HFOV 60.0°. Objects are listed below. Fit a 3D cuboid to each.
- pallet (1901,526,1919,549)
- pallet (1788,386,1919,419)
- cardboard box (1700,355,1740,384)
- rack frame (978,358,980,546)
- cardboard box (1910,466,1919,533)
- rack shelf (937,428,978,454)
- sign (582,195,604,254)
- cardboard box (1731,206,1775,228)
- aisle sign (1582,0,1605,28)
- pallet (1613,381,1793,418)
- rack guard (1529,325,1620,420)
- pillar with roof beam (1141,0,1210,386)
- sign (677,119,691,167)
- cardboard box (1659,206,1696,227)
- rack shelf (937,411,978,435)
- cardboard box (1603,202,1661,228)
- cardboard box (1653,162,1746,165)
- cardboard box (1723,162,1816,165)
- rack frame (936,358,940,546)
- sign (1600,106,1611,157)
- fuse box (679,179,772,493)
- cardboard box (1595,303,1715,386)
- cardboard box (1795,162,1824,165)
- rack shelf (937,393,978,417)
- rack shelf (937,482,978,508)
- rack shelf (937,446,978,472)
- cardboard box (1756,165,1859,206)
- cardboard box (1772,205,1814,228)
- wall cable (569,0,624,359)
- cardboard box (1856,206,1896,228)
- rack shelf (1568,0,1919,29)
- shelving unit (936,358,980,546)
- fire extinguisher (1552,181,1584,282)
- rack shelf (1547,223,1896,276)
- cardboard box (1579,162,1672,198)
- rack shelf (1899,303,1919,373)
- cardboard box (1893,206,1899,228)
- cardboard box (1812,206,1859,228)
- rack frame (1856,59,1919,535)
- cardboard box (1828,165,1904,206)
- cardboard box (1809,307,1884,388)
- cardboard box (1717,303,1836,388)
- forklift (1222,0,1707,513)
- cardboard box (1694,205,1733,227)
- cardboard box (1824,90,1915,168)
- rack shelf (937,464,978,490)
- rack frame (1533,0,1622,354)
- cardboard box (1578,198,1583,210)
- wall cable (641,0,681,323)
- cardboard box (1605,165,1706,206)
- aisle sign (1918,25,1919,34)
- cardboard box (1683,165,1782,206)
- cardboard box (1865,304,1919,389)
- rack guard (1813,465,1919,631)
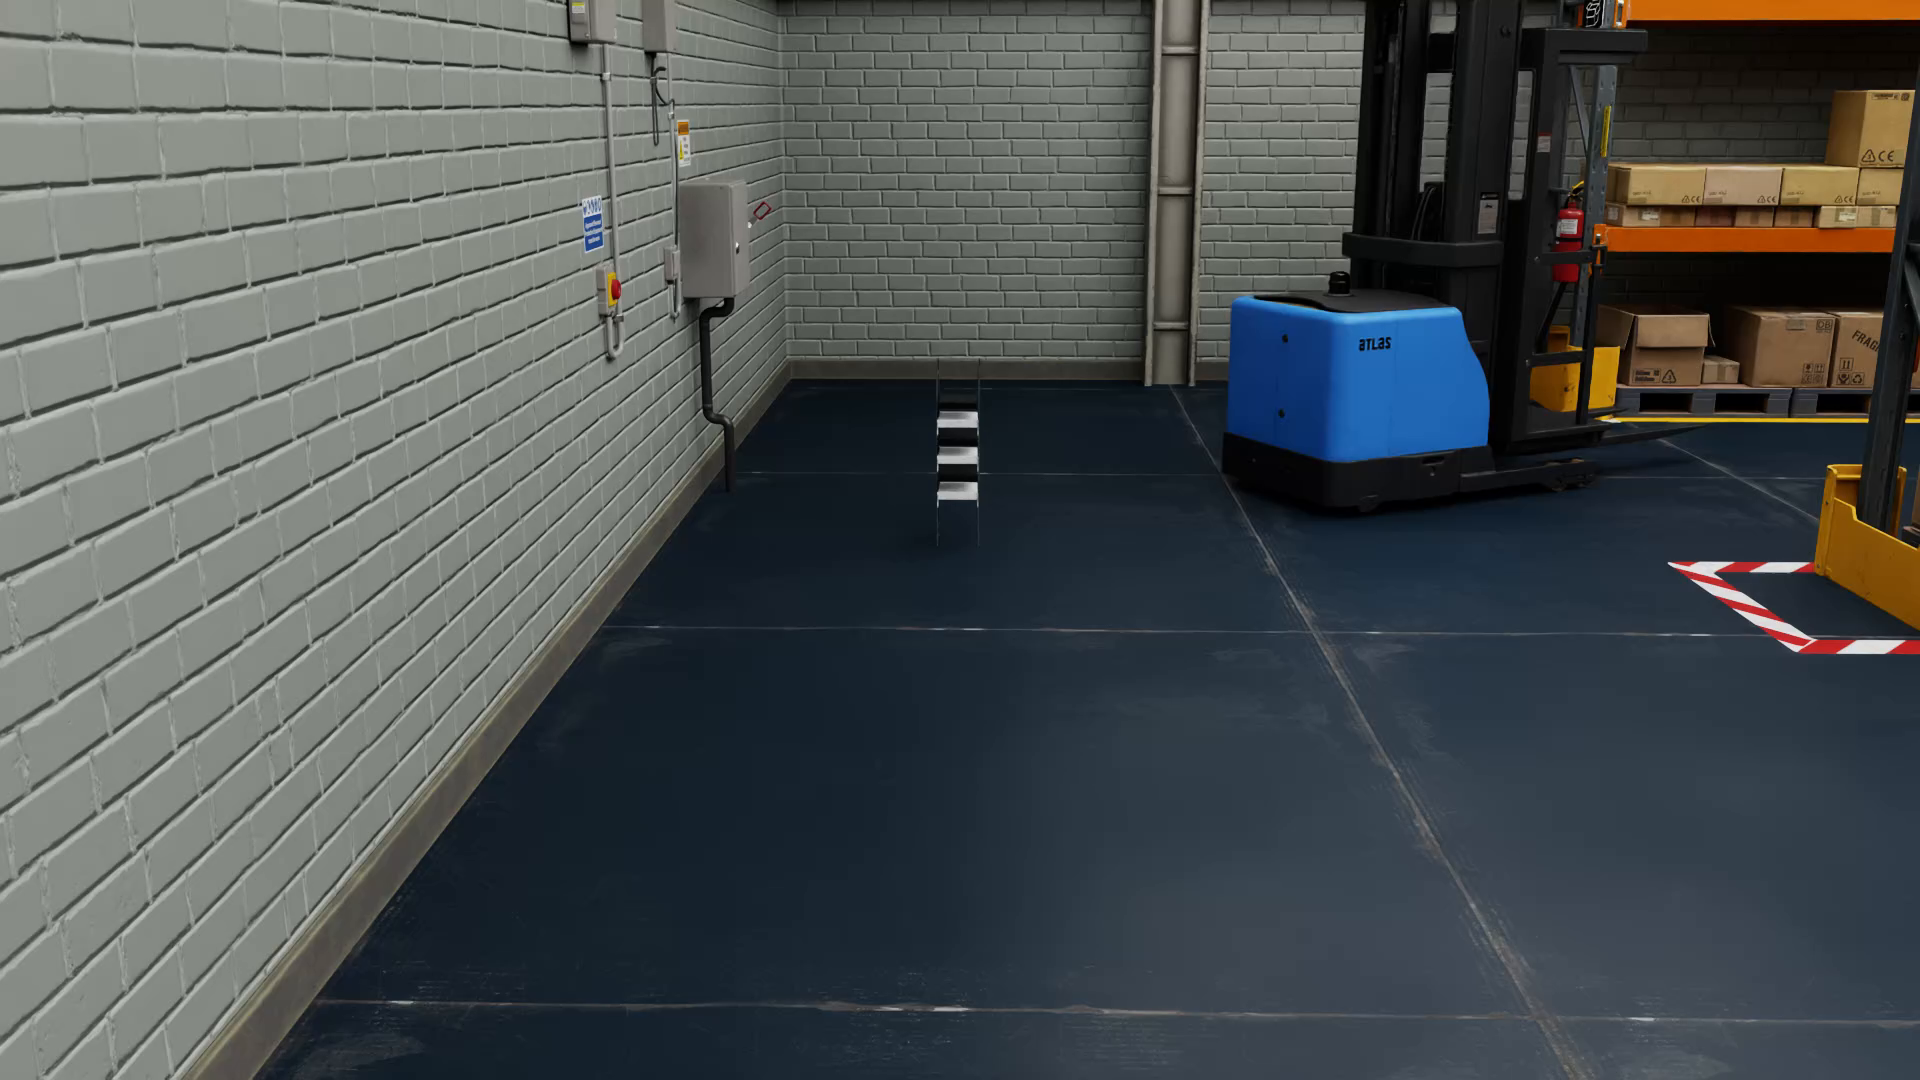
[{"bbox_3d":[4.976,0.168,7.289,1.213,0.211,1.003,0,15,1],"label":"pallet"},{"bbox_3d":[6.387,-1.069,11.978,1.213,0.211,1.003,0,15,1],"label":"pallet"},{"bbox_3d":[5.330,-1.215,11.831,0.250,0.149,0.380,0,15,-1],"label":"cardboard box"},{"bbox_3d":[0.094,-0.435,8.223,0.006,0.900,0.240,0,15,1],"label":"rack frame"},{"bbox_3d":[4.837,-0.151,7.231,0.875,0.438,0.875,0,15,0],"label":"cardboard box"},{"bbox_3d":[-0.008,-0.490,8.211,0.200,0.077,0.258,0,15,1],"label":"rack shelf"},{"bbox_3d":[-1.525,-1.315,6.915,0.001,0.218,0.327,0,15,1],"label":"sign"},{"bbox_3d":[5.389,-2.238,11.435,0.250,0.149,0.380,1,15,3],"label":"cardboard box"},{"bbox_3d":[4.222,-3.614,11.062,0.004,0.787,0.394,0,15,1],"label":"aisle sign"},{"bbox_3d":[5.171,-1.077,12.011,1.213,0.211,1.003,0,15,1],"label":"pallet"},{"bbox_3d":[4.374,-1.222,11.993,0.348,0.500,1.175,0,15,1],"label":"rack guard"},{"bbox_3d":[1.515,-4.482,7.687,0.400,9.000,9.100,0,15,1],"label":"pillar with roof beam"},{"bbox_3d":[-1.472,-2.118,8.868,0.001,0.242,0.339,0,15,1],"label":"sign"},{"bbox_3d":[4.875,-2.248,11.473,0.250,0.149,0.380,1,15,3],"label":"cardboard box"},{"bbox_3d":[-0.008,-0.577,8.188,0.200,0.077,0.258,0,15,1],"label":"rack shelf"},{"bbox_3d":[4.619,-2.238,11.434,0.250,0.149,0.380,0,15,1],"label":"cardboard box"},{"bbox_3d":[5.280,-2.564,11.888,0.500,0.250,0.500,0,15,2],"label":"cardboard box"},{"bbox_3d":[5.775,-2.559,11.871,0.500,0.250,0.500,1,15,3],"label":"cardboard box"},{"bbox_3d":[-0.110,-0.436,8.228,0.006,0.900,0.240,0,15,1],"label":"rack frame"},{"bbox_3d":[4.284,-2.712,11.041,0.005,0.325,0.100,0,15,1],"label":"sign"},{"bbox_3d":[-1.263,-1.108,9.186,0.414,1.711,0.539,0,15,1],"label":"fuse box"},{"bbox_3d":[4.907,-1.399,11.834,0.637,0.503,0.797,0,15,-1],"label":"cardboard box"},{"bbox_3d":[6.297,-2.556,11.858,0.500,0.250,0.500,0,15,1],"label":"cardboard box"},{"bbox_3d":[-0.008,-0.664,8.165,0.200,0.077,0.258,0,15,1],"label":"rack shelf"},{"bbox_3d":[-0.008,-0.229,8.280,0.200,0.077,0.258,0,15,1],"label":"rack shelf"},{"bbox_3d":[-0.008,-0.403,8.234,0.200,0.077,0.258,0,15,1],"label":"rack shelf"},{"bbox_3d":[5.755,-2.425,11.364,0.500,0.250,0.500,0,15,0],"label":"cardboard box"},{"bbox_3d":[5.655,-2.238,11.433,0.250,0.149,0.380,1,15,2],"label":"cardboard box"},{"bbox_3d":[-1.463,-1.703,6.861,0.123,1.953,0.585,0,15,1],"label":"wall cable"},{"bbox_3d":[6.170,-2.220,11.368,0.250,0.149,0.380,1,15,3],"label":"cardboard box"},{"bbox_3d":[6.297,-3.521,11.335,4.000,0.370,1.077,0,15,1],"label":"rack shelf"},{"bbox_3d":[-0.008,-0.435,8.225,0.210,0.900,0.258,0,15,1],"label":"shelving unit"},{"bbox_3d":[4.139,-2.097,11.290,0.183,0.674,0.296,0,15,1],"label":"fire extinguisher"},{"bbox_3d":[6.297,-2.071,11.718,4.000,0.370,1.077,0,15,1],"label":"rack shelf"},{"bbox_3d":[4.764,-2.567,11.902,0.500,0.250,0.500,1,15,3],"label":"cardboard box"},{"bbox_3d":[6.174,-0.805,6.920,4.000,0.370,1.077,0,15,1],"label":"rack shelf"},{"bbox_3d":[6.429,-2.236,11.428,0.250,0.149,0.380,0,15,1],"label":"cardboard box"},{"bbox_3d":[5.906,-2.217,11.355,0.250,0.149,0.380,0,15,0],"label":"cardboard box"},{"bbox_3d":[4.175,-1.166,6.878,0.127,3.000,1.000,0,15,1],"label":"rack frame"},{"bbox_3d":[6.267,-2.427,11.372,0.500,0.250,0.500,0,15,0],"label":"cardboard box"},{"bbox_3d":[6.286,-1.353,11.666,0.500,0.500,0.500,1,15,2],"label":"cardboard box"},{"bbox_3d":[5.760,-1.382,11.776,0.500,0.500,0.700,1,15,4],"label":"cardboard box"},{"bbox_3d":[3.051,-1.803,9.428,3.031,2.935,1.130,-7,16,-26],"label":"forklift"},{"bbox_3d":[5.138,-2.255,11.500,0.250,0.149,0.380,0,15,1],"label":"cardboard box"},{"bbox_3d":[6.244,-2.784,11.253,0.500,0.500,0.500,1,15,3],"label":"cardboard box"},{"bbox_3d":[-0.008,-0.316,8.257,0.200,0.077,0.258,0,15,1],"label":"rack shelf"},{"bbox_3d":[4.298,-2.431,11.676,0.127,3.000,1.000,0,15,1],"label":"rack frame"},{"bbox_3d":[4.636,-2.376,11.959,0.250,0.149,0.380,0,15,1],"label":"cardboard box"},{"bbox_3d":[-1.438,-2.049,8.236,0.122,1.984,0.588,0,15,1],"label":"wall cable"},{"bbox_3d":[4.744,-2.431,11.385,0.500,0.250,0.500,0,15,2],"label":"cardboard box"},{"bbox_3d":[4.111,-2.502,6.848,0.004,0.787,0.394,0,15,1],"label":"aisle sign"},{"bbox_3d":[5.248,-2.428,11.373,0.500,0.250,0.500,1,15,2],"label":"cardboard box"},{"bbox_3d":[6.798,-1.375,11.750,0.500,0.500,0.700,0,15,-1],"label":"cardboard box"},{"bbox_3d":[4.151,0.043,7.197,0.348,0.500,1.175,0,15,1],"label":"rack guard"}]
